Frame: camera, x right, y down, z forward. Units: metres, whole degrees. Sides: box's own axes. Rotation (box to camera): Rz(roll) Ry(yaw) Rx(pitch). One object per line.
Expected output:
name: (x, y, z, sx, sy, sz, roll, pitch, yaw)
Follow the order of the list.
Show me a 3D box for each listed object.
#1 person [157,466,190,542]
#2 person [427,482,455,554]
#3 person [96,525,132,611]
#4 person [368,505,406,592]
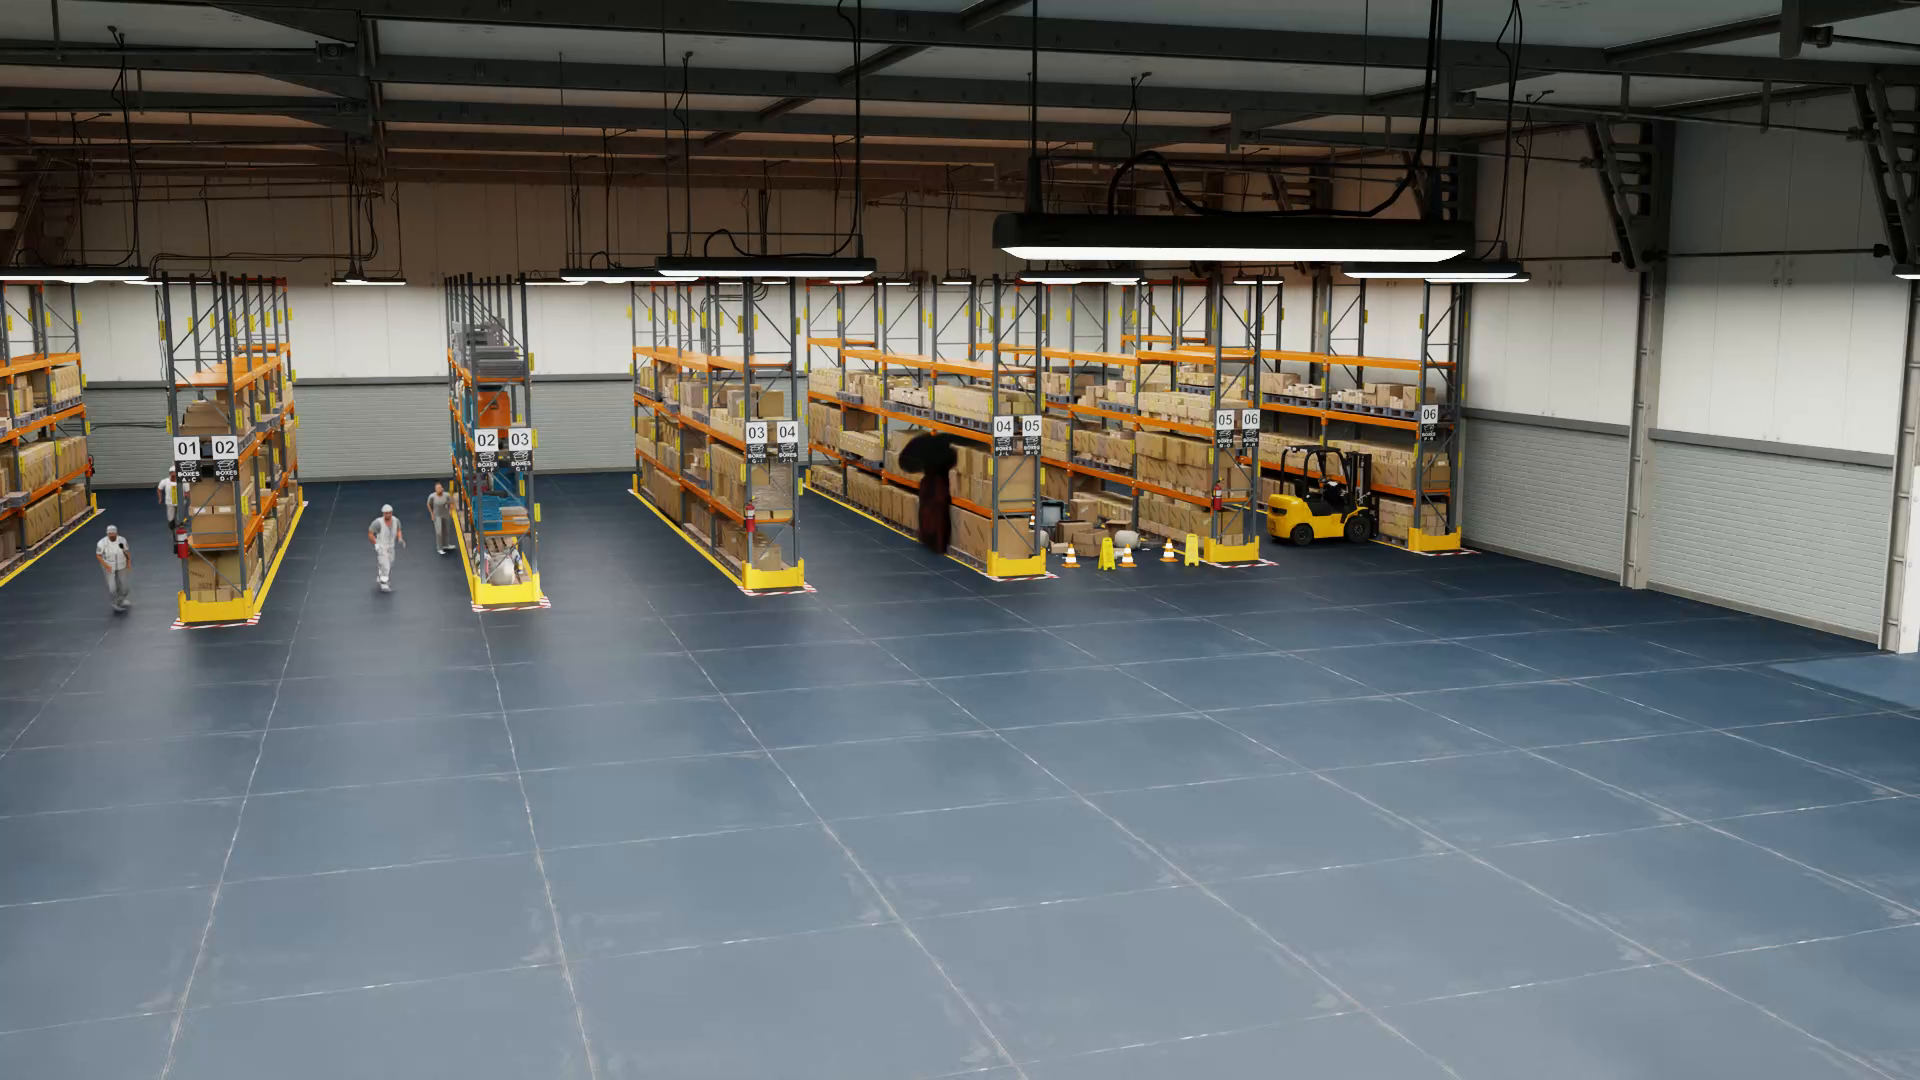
person: (-17.742, -0.807, 37.568, 0.700, 1.721, 0.635, -4, 9, -22)
person: (-11.263, -0.502, 36.206, 0.632, 1.590, 0.844, -6, 10, -33)
person: (-15.091, 0.496, 29.664, 0.593, 1.594, 0.775, -8, 12, -42)
person: (-10.926, 0.142, 31.570, 0.897, 1.696, 0.669, 5, 10, 32)
